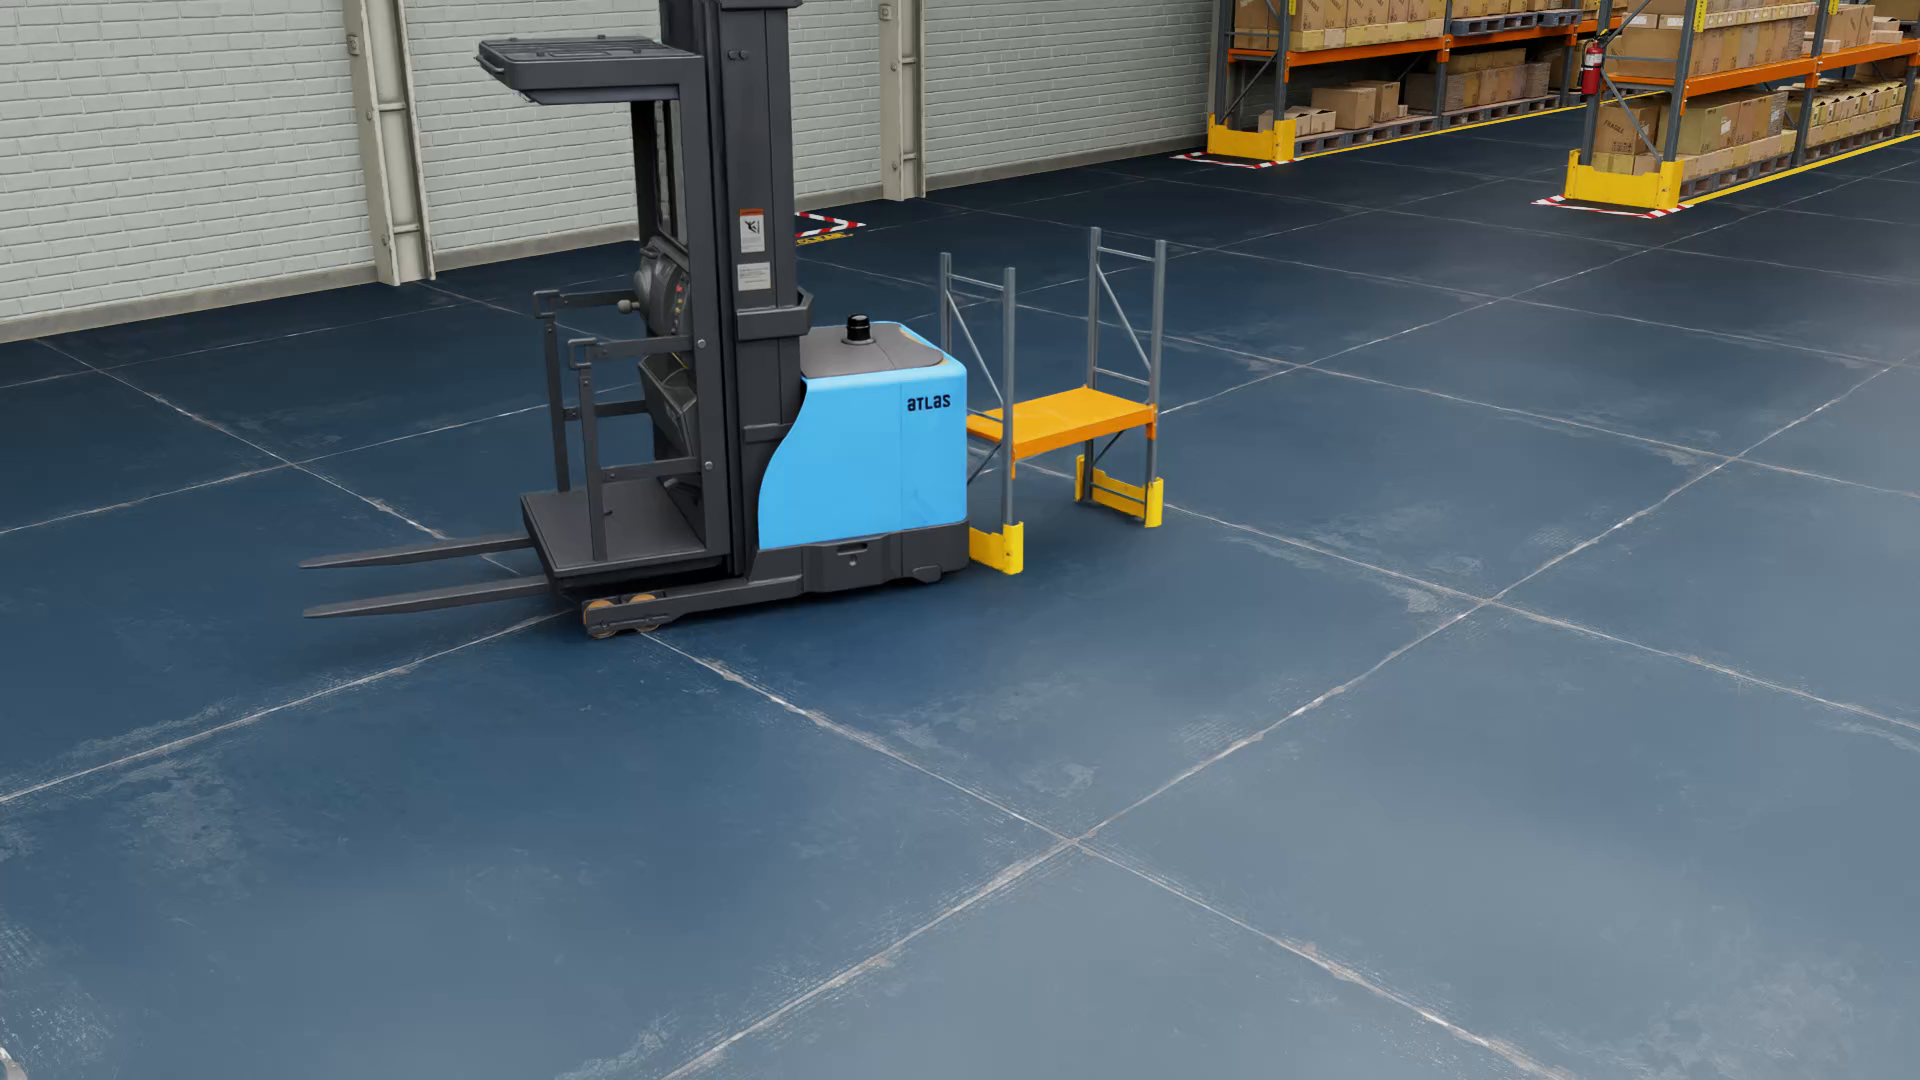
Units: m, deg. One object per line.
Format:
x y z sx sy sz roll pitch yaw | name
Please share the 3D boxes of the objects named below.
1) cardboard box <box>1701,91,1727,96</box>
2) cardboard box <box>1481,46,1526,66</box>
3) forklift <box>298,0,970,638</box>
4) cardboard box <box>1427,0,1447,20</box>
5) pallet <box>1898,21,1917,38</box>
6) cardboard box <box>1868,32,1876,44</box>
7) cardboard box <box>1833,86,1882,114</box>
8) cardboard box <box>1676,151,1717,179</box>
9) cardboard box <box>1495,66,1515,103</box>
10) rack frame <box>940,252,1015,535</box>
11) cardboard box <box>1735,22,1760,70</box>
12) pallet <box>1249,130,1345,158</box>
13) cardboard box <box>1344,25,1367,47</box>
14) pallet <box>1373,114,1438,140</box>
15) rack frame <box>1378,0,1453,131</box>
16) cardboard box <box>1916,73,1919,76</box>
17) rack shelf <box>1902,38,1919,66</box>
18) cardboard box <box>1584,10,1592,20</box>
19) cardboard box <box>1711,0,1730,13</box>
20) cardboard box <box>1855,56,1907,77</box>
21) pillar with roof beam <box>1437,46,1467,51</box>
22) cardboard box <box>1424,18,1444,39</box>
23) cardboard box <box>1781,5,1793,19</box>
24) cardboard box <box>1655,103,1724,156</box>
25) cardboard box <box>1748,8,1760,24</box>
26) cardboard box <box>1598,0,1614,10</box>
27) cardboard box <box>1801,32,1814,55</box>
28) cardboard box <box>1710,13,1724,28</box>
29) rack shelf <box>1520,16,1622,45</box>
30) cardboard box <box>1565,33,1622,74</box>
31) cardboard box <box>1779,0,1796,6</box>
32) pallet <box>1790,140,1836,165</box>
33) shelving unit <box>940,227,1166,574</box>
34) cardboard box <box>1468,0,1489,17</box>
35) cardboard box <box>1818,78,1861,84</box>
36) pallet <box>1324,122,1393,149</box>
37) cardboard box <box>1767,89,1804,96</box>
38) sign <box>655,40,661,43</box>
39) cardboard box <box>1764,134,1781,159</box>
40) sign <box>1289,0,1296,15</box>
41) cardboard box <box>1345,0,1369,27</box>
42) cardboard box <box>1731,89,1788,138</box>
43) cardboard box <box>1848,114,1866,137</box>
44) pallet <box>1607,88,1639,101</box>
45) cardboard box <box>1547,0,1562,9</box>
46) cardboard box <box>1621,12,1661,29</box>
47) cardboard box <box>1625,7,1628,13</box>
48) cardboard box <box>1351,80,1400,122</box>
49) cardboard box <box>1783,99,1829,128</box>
8.789 -5.104 19.876 0.500 0.500 0.500 19 28 41 | cardboard box
8.365 -7.466 25.645 0.500 0.250 0.500 -20 28 -41 | cardboard box
-1.524 -1.144 7.465 3.031 2.935 1.130 -8 22 -20 | forklift
6.374 -7.469 22.962 0.500 0.500 0.500 19 28 41 | cardboard box
13.247 -7.270 23.576 1.213 0.211 1.003 19 28 41 | pallet
11.975 -6.709 22.198 0.250 0.149 0.380 -18 27 -38 | cardboard box
11.923 -5.882 22.162 0.500 0.311 0.500 19 28 40 | cardboard box
8.123 -4.236 18.661 0.500 0.250 0.500 19 28 41 | cardboard box
8.039 -7.009 25.500 0.700 0.500 0.500 19 28 40 | cardboard box
0.079 -0.613 8.080 0.032 1.500 0.500 -17 27 -38 | rack frame
8.656 -5.674 19.015 0.500 0.500 0.700 -19 28 -40 | cardboard box
4.337 -5.268 21.987 1.003 0.211 1.213 19 28 41 | pallet
4.971 -6.602 21.752 0.500 0.250 0.500 19 28 40 | cardboard box
6.039 -5.895 23.619 1.003 0.211 1.213 19 28 41 | pallet
6.482 -7.378 23.590 1.000 3.000 0.127 19 28 41 | rack frame
14.061 -6.516 24.216 0.500 0.500 0.500 19 28 40 | cardboard box
14.220 -7.346 24.509 1.077 0.370 4.000 19 28 41 | rack shelf
9.850 -8.388 26.539 0.250 0.149 0.380 -20 29 -41 | cardboard box
7.978 -6.031 18.136 0.700 0.500 0.500 18 28 39 | cardboard box
13.345 -6.871 24.096 0.500 0.250 0.500 -19 28 -40 | cardboard box
10.830 -10.012 22.080 9.100 9.000 0.400 19 28 41 | pillar with roof beam
6.369 -7.120 23.100 0.500 0.250 0.500 19 28 41 | cardboard box
9.460 -6.167 19.394 0.380 0.149 0.250 19 28 41 | cardboard box
8.124 -4.585 18.525 0.500 0.500 0.500 19 28 41 | cardboard box
8.744 -5.903 18.707 0.380 0.149 0.250 20 28 41 | cardboard box
10.167 -8.795 26.693 0.500 0.500 0.500 -19 28 -40 | cardboard box
10.346 -6.207 20.752 0.500 0.250 0.500 -18 27 -39 | cardboard box
8.029 -5.640 18.024 0.380 0.149 0.250 19 28 41 | cardboard box
10.668 -8.585 27.732 1.077 0.370 4.000 19 28 41 | rack shelf
10.495 -7.979 27.564 0.750 0.750 0.750 19 28 40 | cardboard box
9.377 -6.546 19.477 0.700 0.500 0.500 19 28 41 | cardboard box
10.520 -5.037 21.386 1.003 0.211 1.213 19 28 41 | pallet
0.471 -0.734 8.395 1.083 1.500 0.587 -17 27 -38 | shelving unit
7.257 -7.895 24.181 0.500 0.500 0.700 -17 27 -37 | cardboard box
12.249 -6.281 23.201 0.500 0.311 0.500 -19 28 -40 | cardboard box
5.188 -5.580 22.799 1.003 0.211 1.213 19 28 41 | pallet
10.819 -5.753 21.826 0.500 0.311 0.500 19 28 40 | cardboard box
-2.827 -4.725 15.899 0.001 0.109 0.331 19 28 41 | sign
9.511 -4.752 20.005 0.500 0.250 0.500 19 28 41 | cardboard box
4.081 -6.619 20.407 0.100 0.325 0.005 19 28 41 | sign
4.957 -6.943 21.593 0.500 0.500 0.500 18 27 39 | cardboard box
9.510 -5.103 19.871 0.500 0.500 0.500 19 28 41 | cardboard box
11.565 -5.489 21.922 0.500 0.250 0.500 -20 28 -41 | cardboard box
10.727 -7.601 28.056 1.003 0.211 1.213 19 28 41 | pallet
8.952 -8.535 25.848 0.700 0.500 0.500 15 26 35 | cardboard box
7.374 -5.607 17.937 0.380 0.149 0.250 19 28 40 | cardboard box
10.919 -8.788 27.580 0.250 0.149 0.380 -19 28 -40 | cardboard box
5.787 -6.140 23.240 0.500 0.500 0.500 17 27 37 | cardboard box
10.501 -5.358 20.799 0.500 0.311 0.500 19 28 41 | cardboard box
